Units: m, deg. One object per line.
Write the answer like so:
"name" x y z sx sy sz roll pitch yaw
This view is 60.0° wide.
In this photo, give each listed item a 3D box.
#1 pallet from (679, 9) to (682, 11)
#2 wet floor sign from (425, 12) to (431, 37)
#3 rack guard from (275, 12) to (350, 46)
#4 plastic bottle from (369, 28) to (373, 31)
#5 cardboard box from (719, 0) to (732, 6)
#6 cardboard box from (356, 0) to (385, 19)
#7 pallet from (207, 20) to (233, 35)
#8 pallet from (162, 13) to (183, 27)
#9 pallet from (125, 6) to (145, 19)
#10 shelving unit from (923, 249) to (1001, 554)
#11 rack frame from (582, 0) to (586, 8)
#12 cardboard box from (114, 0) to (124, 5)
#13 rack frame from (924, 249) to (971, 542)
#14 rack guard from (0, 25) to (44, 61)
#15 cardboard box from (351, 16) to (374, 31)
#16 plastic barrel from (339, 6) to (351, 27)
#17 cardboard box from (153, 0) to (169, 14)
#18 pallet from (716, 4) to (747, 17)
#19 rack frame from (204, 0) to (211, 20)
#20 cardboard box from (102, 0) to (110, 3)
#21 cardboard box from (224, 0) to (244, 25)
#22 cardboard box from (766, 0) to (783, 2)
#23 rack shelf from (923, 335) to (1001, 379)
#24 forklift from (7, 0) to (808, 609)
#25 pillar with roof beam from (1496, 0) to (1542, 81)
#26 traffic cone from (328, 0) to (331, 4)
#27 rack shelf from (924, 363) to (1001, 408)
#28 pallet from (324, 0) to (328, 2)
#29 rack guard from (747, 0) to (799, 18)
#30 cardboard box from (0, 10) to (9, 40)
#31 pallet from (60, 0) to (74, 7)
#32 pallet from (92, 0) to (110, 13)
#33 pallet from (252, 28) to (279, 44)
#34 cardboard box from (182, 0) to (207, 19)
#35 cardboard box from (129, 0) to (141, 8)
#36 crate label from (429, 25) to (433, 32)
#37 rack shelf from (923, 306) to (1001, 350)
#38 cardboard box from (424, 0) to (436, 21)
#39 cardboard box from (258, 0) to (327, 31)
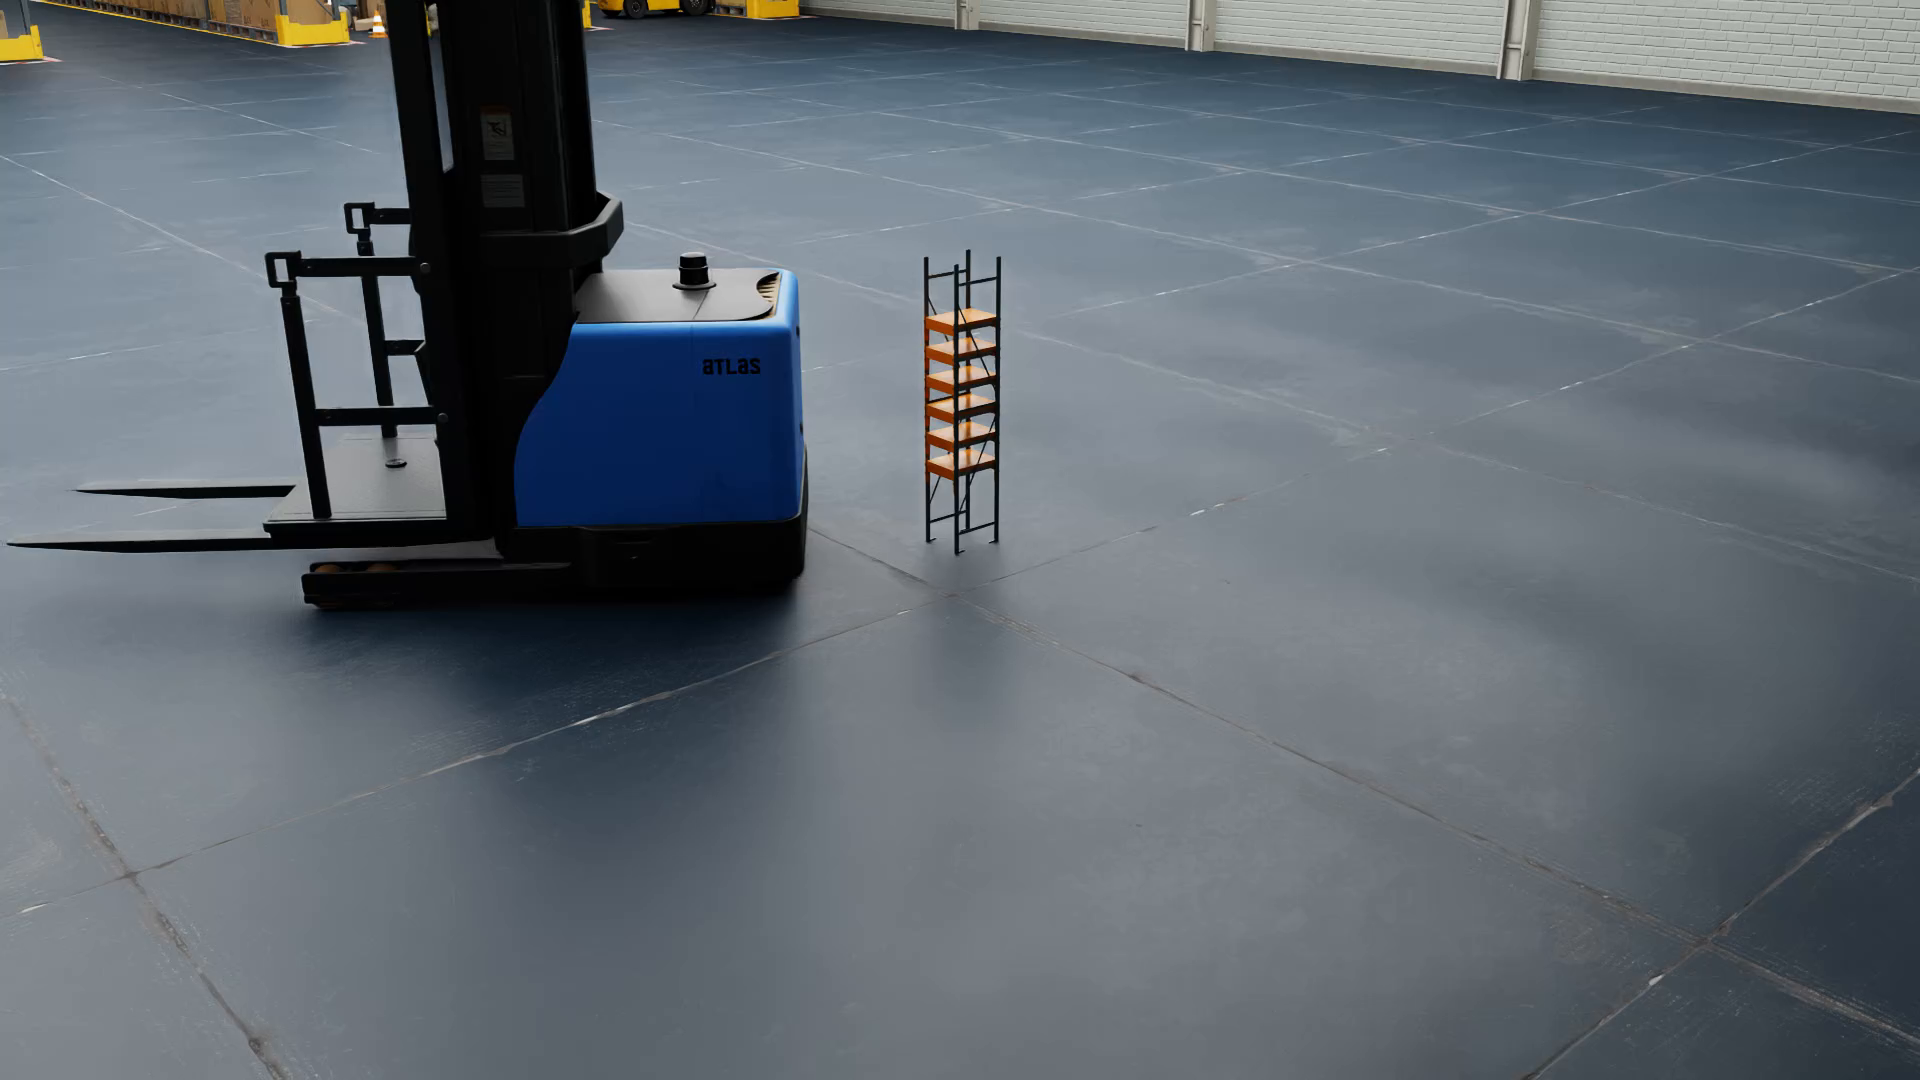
"pallet" -6.128 -12.172 37.772 1.003 0.211 1.213 -17 27 -37
"wet floor sign" -9.928 -9.573 30.541 0.232 0.644 0.267 17 27 36
"rack guard" -11.431 -9.036 29.368 1.175 0.500 0.348 -17 27 -37
"plastic bottle" -11.233 -9.788 31.890 0.283 0.061 0.133 12 24 27
"cardboard box" -4.868 -11.705 35.949 0.500 0.250 0.500 -17 27 -37
"cardboard box" -11.444 -10.452 32.794 0.797 0.637 0.503 -17 27 -37
"pallet" -13.620 -9.784 31.675 1.003 0.211 1.213 -17 27 -37
"pallet" -15.419 -10.545 33.619 1.003 0.211 1.213 -17 27 -37
"pallet" -17.177 -11.334 35.633 1.003 0.211 1.213 -17 27 -37
"shelving unit" 0.009 -0.555 6.755 0.258 1.200 0.189 -17 27 -37
"rack frame" -7.762 -11.413 32.009 1.000 3.000 0.127 -17 27 -37
"cardboard box" -17.990 -11.854 35.988 0.500 0.500 0.500 -19 28 -40
"rack frame" -0.050 -0.580 6.820 0.240 1.200 0.006 -17 27 -37
"rack guard" -15.320 -7.910 26.495 1.175 0.500 0.348 -17 27 -37
"cardboard box" -11.540 -10.002 32.156 0.396 0.266 0.258 -12 25 -28
"plastic barrel" -12.155 -10.163 32.353 0.512 0.421 0.421 0 21 -1
"cardboard box" -15.766 -11.134 33.807 1.050 0.750 0.750 -17 27 -37
"pallet" -4.535 -11.498 36.051 1.003 0.211 1.213 -17 27 -37
"rack frame" -14.057 -11.311 31.751 1.000 3.000 0.127 -17 27 -37
"cardboard box" -18.651 -12.140 36.719 0.500 0.500 0.500 -16 26 -35
"cardboard box" -13.109 -10.079 30.942 0.875 0.875 0.875 -17 27 -37
"cardboard box" -4.177 -11.693 35.919 0.500 0.250 0.500 -17 27 -37
"rack shelf" 0.009 -0.737 6.684 0.258 0.103 0.180 -17 27 -37
"forklift" -2.148 -1.301 6.286 3.031 2.935 1.130 -1 21 -3
"pillar with roof beam" 4.712 -9.798 19.660 9.100 9.000 0.400 -17 27 -37
"traffic cone" -13.190 -11.188 34.914 0.336 0.463 0.334 -17 27 -37
"rack shelf" 0.009 -0.625 6.727 0.258 0.103 0.180 -17 27 -37
"pallet" -15.035 -13.234 40.484 1.003 0.211 1.213 -17 27 -37
"rack guard" -3.989 -11.425 35.467 1.175 0.500 0.348 -17 27 -37
"cardboard box" -15.665 -8.262 26.816 0.500 0.500 0.500 -12 24 -28
"pallet" -20.545 -12.738 39.216 1.003 0.211 1.213 -17 27 -37
"pallet" -18.770 -12.008 37.354 1.003 0.211 1.213 -17 27 -37
"pallet" -12.028 -9.110 29.954 1.003 0.211 1.213 -17 27 -37
"cardboard box" -14.531 -10.609 32.468 1.050 0.750 0.750 -18 27 -38
"cardboard box" -17.296 -11.568 35.257 0.500 0.500 0.500 -18 27 -38
"crate label" -10.199 -9.736 31.653 0.298 0.136 0.250 7 23 18
"rack shelf" 0.009 -0.849 6.640 0.258 0.103 0.180 -17 27 -37
"cardboard box" -10.705 -10.735 33.703 0.500 0.500 0.500 0 21 -1
"cardboard box" -11.939 -9.584 29.678 0.875 0.875 0.875 -17 27 -37
